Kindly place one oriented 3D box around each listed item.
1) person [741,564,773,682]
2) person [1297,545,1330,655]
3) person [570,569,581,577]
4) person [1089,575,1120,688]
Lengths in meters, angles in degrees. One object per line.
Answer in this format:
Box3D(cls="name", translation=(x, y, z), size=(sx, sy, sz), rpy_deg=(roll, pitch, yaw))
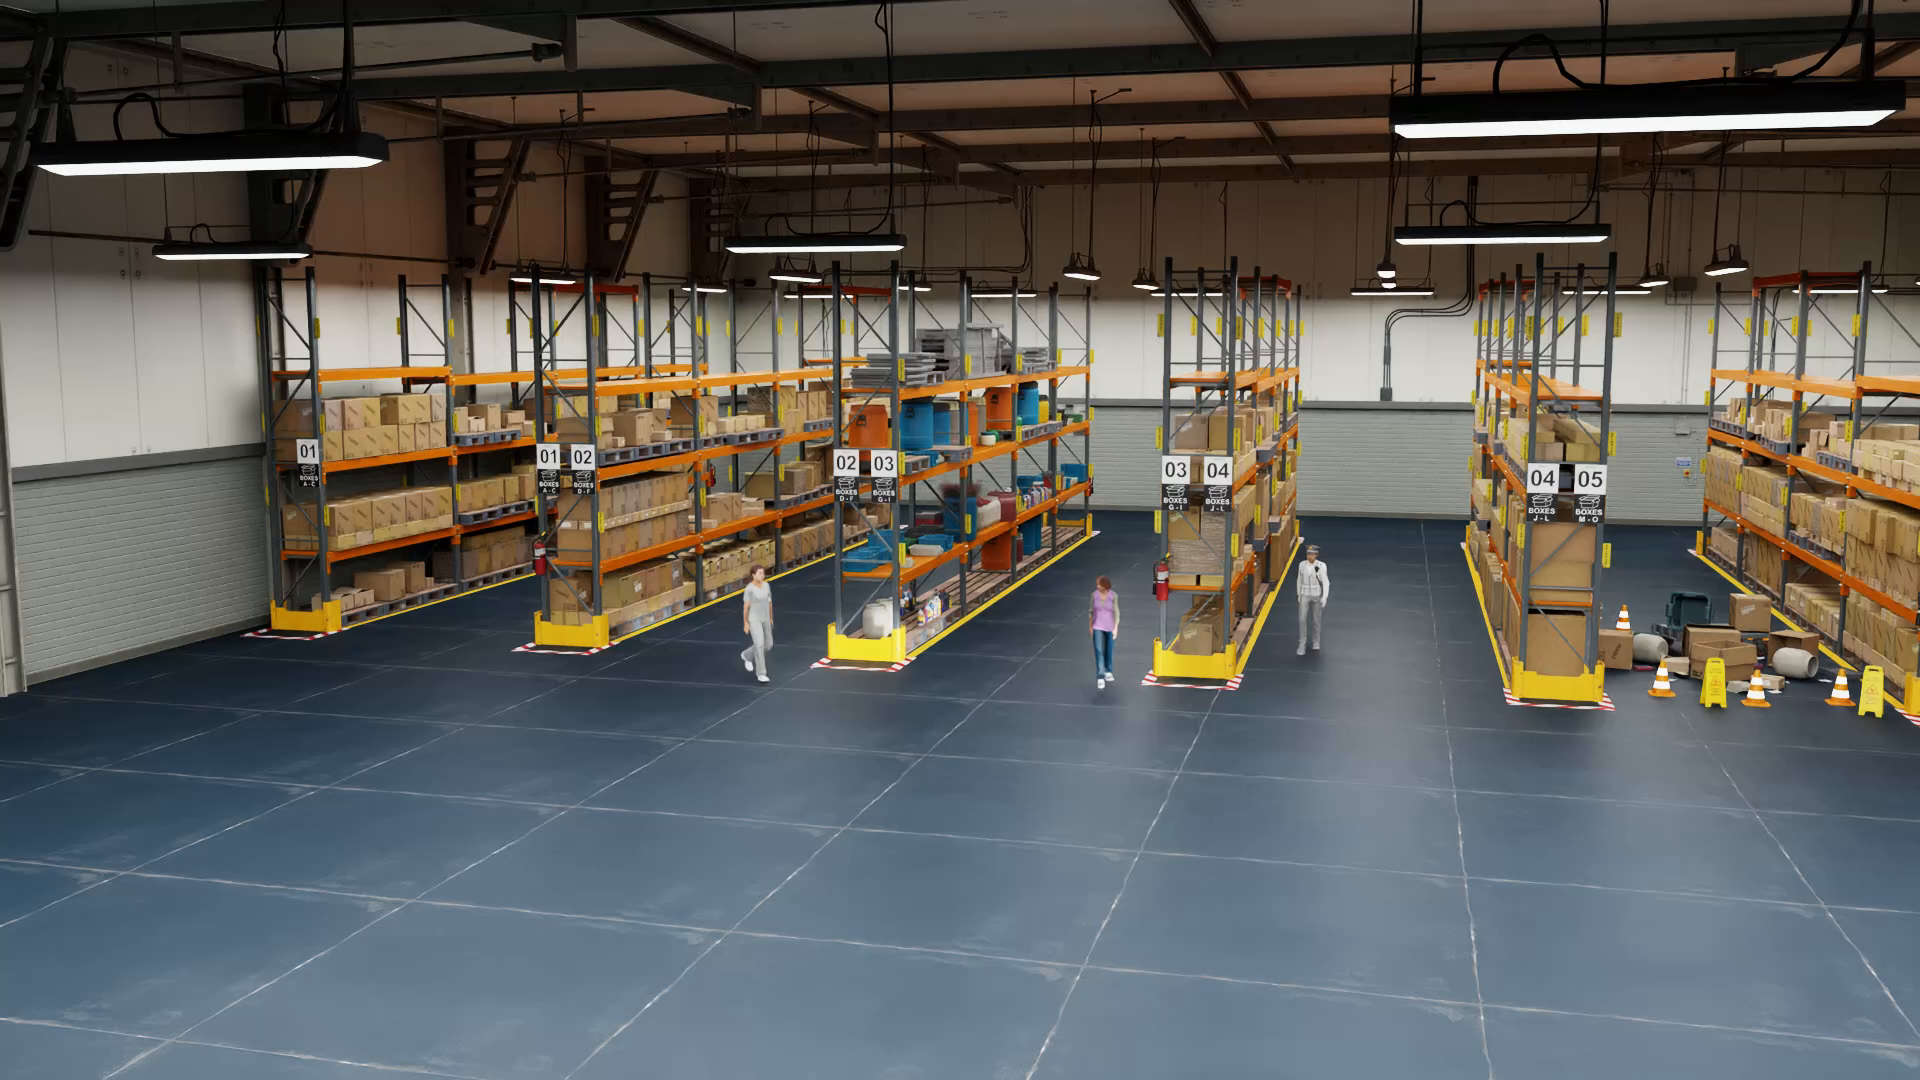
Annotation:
Box3D(cls="person", translation=(-2.899, 1.159, 23.828), size=(0.490, 1.645, 0.810), rpy_deg=(-7, 10, -43))
Box3D(cls="person", translation=(5.459, 0.910, 25.835), size=(0.523, 1.676, 0.661), rpy_deg=(3, 8, 25))
Box3D(cls="person", translation=(-6.883, 0.354, 30.103), size=(0.594, 1.695, 0.656), rpy_deg=(2, 8, 17))
Box3D(cls="person", translation=(2.021, 1.270, 23.299), size=(0.443, 1.543, 0.916), rpy_deg=(1, 7, 7))
